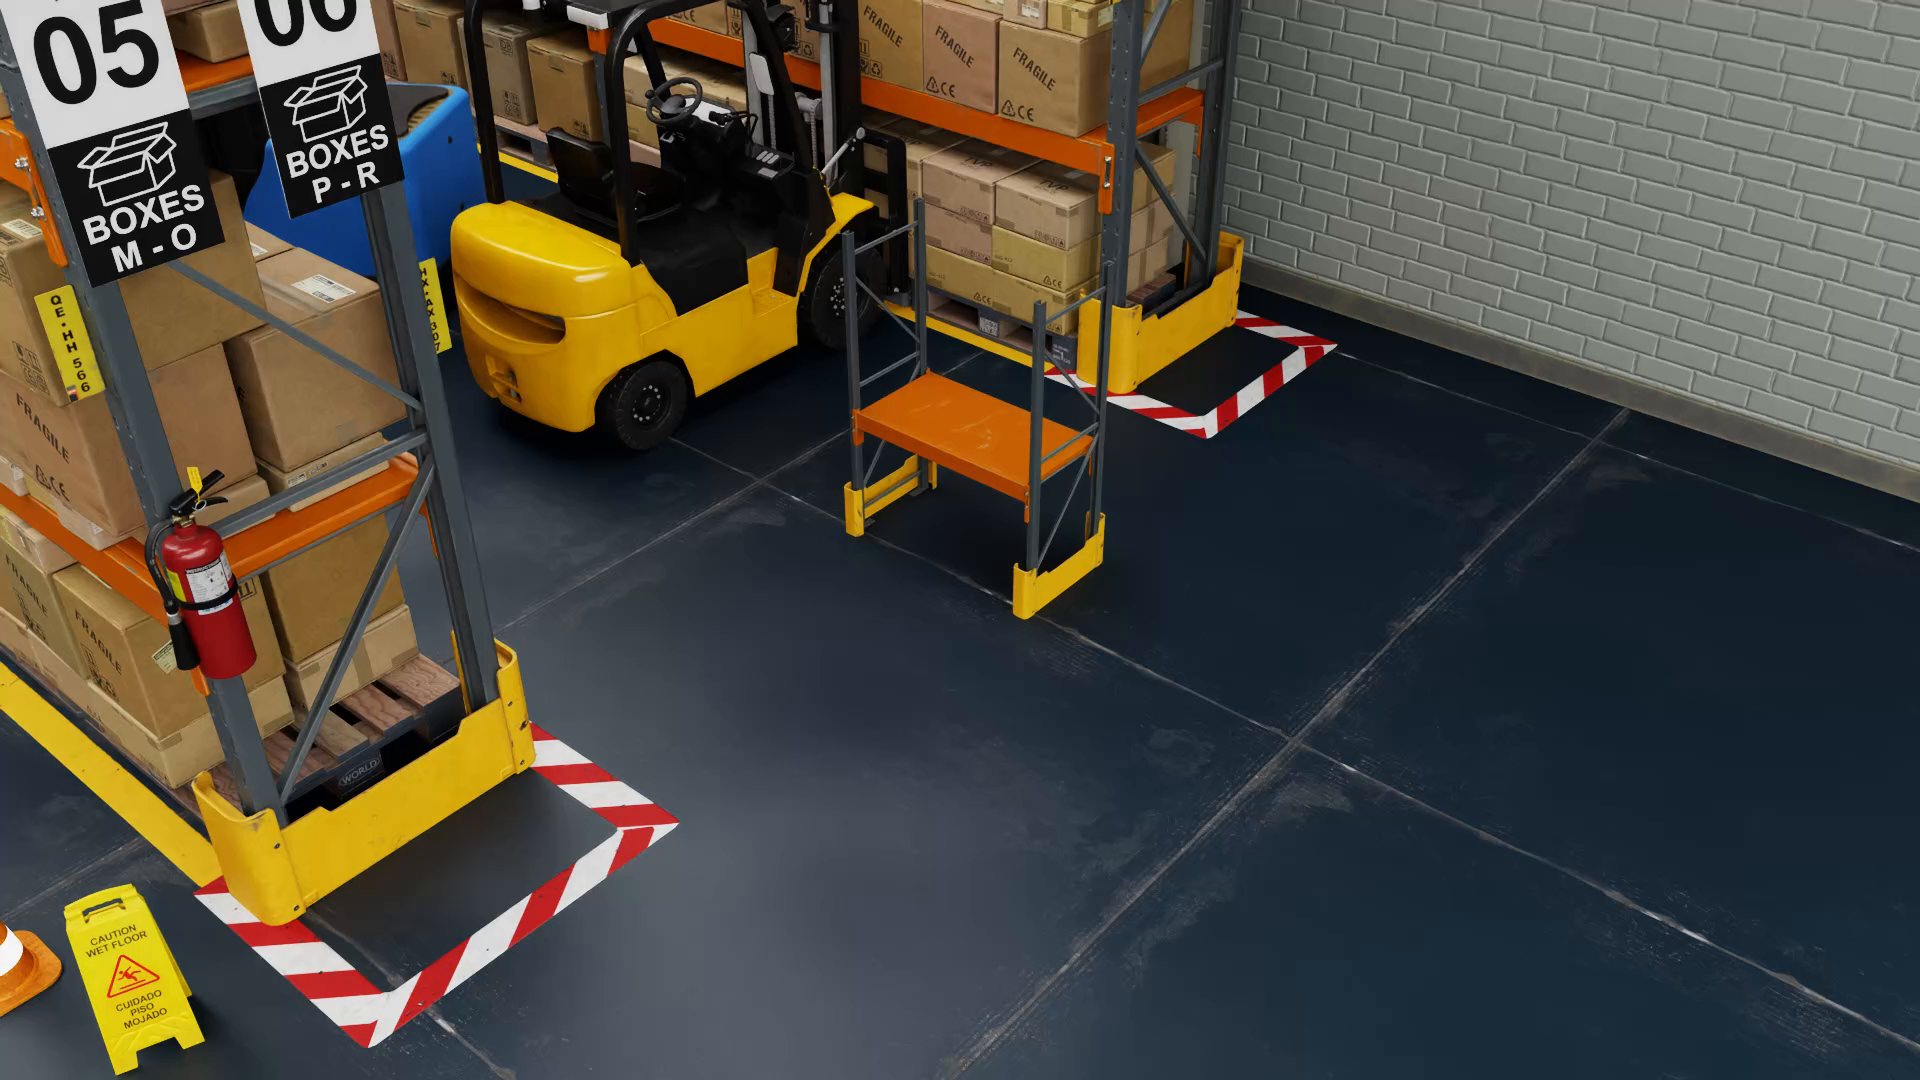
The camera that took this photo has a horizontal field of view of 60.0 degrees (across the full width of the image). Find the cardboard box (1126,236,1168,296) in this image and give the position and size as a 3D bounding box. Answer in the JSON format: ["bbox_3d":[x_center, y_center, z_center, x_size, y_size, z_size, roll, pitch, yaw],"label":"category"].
[{"bbox_3d":[0.841,-1.629,9.530,0.500,0.250,0.500,25,42,32],"label":"cardboard box"}]

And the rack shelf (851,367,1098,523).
[{"bbox_3d":[0.066,-0.439,7.382,1.000,0.185,0.538,25,42,32],"label":"rack shelf"}]

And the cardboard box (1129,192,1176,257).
[{"bbox_3d":[0.864,-1.833,9.385,0.500,0.250,0.500,26,42,33],"label":"cardboard box"}]

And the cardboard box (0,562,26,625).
[{"bbox_3d":[-3.649,-0.064,6.589,0.500,0.500,0.500,24,41,31],"label":"cardboard box"}]

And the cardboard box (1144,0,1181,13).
[{"bbox_3d":[0.998,-2.871,8.619,0.250,0.149,0.380,24,41,31],"label":"cardboard box"}]

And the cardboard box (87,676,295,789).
[{"bbox_3d":[-2.892,0.611,6.269,0.500,0.250,0.500,25,42,32],"label":"cardboard box"}]

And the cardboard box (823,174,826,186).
[{"bbox_3d":[-0.652,-2.159,9.861,0.500,0.250,0.500,25,42,32],"label":"cardboard box"}]

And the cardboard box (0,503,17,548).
[{"bbox_3d":[-3.379,-0.154,6.148,0.250,0.149,0.380,26,42,33],"label":"cardboard box"}]

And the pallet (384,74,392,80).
[{"bbox_3d":[-4.448,-3.759,13.037,1.213,0.211,1.003,25,42,32],"label":"pallet"}]

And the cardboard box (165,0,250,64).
[{"bbox_3d":[-2.127,-1.560,4.944,0.250,0.149,0.380,25,42,32],"label":"cardboard box"}]

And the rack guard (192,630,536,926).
[{"bbox_3d":[-2.139,0.838,6.089,0.348,0.500,1.175,25,42,32],"label":"rack guard"}]

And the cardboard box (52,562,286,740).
[{"bbox_3d":[-2.863,0.309,6.046,0.500,0.500,0.500,26,42,32],"label":"cardboard box"}]

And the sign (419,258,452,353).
[{"bbox_3d":[-1.733,-0.758,5.440,0.005,0.325,0.100,25,42,32],"label":"sign"}]

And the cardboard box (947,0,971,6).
[{"bbox_3d":[0.088,-2.933,8.711,0.250,0.149,0.380,25,42,32],"label":"cardboard box"}]

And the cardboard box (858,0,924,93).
[{"bbox_3d":[-0.240,-2.809,9.102,0.500,0.500,0.500,24,41,31],"label":"cardboard box"}]

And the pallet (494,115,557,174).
[{"bbox_3d":[-2.572,-2.876,11.751,1.213,0.211,1.003,25,42,32],"label":"pallet"}]

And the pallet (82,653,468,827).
[{"bbox_3d":[-2.740,0.647,6.621,1.213,0.211,1.003,25,42,32],"label":"pallet"}]

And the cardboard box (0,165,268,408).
[{"bbox_3d":[-2.612,-0.831,5.077,0.500,0.500,0.700,24,41,31],"label":"cardboard box"}]

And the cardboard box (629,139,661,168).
[{"bbox_3d":[-1.821,-2.495,10.792,0.500,0.250,0.500,26,42,32],"label":"cardboard box"}]

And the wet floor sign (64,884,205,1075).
[{"bbox_3d":[-2.619,1.340,5.229,0.267,0.644,0.232,-18,38,-25],"label":"wet floor sign"}]

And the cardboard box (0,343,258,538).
[{"bbox_3d":[-2.674,-0.406,5.340,0.500,0.500,0.500,24,41,31],"label":"cardboard box"}]

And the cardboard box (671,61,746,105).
[{"bbox_3d":[-1.424,-2.726,10.244,0.500,0.250,0.500,25,42,32],"label":"cardboard box"}]

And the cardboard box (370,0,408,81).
[{"bbox_3d":[-4.078,-3.953,12.583,0.625,0.625,0.875,27,43,33],"label":"cardboard box"}]

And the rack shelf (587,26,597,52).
[{"bbox_3d":[-3.518,-4.203,11.856,4.000,0.370,1.077,25,42,32],"label":"rack shelf"}]

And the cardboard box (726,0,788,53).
[{"bbox_3d":[-1.007,-3.178,9.639,0.500,0.500,0.500,25,42,31],"label":"cardboard box"}]

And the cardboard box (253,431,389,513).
[{"bbox_3d":[-2.209,-0.275,5.722,0.250,0.149,0.380,25,42,32],"label":"cardboard box"}]

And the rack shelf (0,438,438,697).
[{"bbox_3d":[-3.617,-0.593,6.600,4.000,0.370,1.077,25,42,32],"label":"rack shelf"}]

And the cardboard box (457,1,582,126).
[{"bbox_3d":[-2.981,-3.438,11.833,0.625,0.625,0.875,25,42,31],"label":"cardboard box"}]

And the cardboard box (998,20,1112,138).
[{"bbox_3d":[0.547,-2.431,8.552,0.500,0.500,0.500,24,41,31],"label":"cardboard box"}]

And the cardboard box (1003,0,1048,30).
[{"bbox_3d":[0.432,-2.718,8.397,0.250,0.149,0.380,26,42,33],"label":"cardboard box"}]

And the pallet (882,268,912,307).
[{"bbox_3d":[-0.455,-1.878,10.297,1.213,0.211,1.003,25,42,32],"label":"pallet"}]

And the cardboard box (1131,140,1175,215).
[{"bbox_3d":[0.845,-2.034,9.237,0.500,0.250,0.500,25,41,31],"label":"cardboard box"}]

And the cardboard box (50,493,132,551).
[{"bbox_3d":[-2.770,-0.148,5.537,0.250,0.149,0.380,25,42,31],"label":"cardboard box"}]

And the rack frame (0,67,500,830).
[{"bbox_3d":[-2.080,-0.165,5.341,0.127,3.000,1.000,25,42,32],"label":"rack frame"}]

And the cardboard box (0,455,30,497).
[{"bbox_3d":[-3.171,-0.330,5.803,0.250,0.149,0.380,26,42,33],"label":"cardboard box"}]

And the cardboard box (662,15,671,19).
[{"bbox_3d":[-1.807,-3.542,10.170,0.500,0.500,0.500,24,41,31],"label":"cardboard box"}]

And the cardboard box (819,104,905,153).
[{"bbox_3d":[-0.636,-2.357,9.707,0.500,0.250,0.500,24,41,31],"label":"cardboard box"}]

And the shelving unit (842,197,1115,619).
[{"bbox_3d":[0.059,-0.591,7.285,1.083,1.500,0.587,25,42,32],"label":"shelving unit"}]

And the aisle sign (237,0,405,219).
[{"bbox_3d":[-1.834,-1.349,4.769,0.004,0.787,0.394,25,42,32],"label":"aisle sign"}]

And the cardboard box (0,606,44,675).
[{"bbox_3d":[-3.672,0.241,6.807,0.500,0.250,0.500,24,41,30],"label":"cardboard box"}]

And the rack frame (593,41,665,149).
[{"bbox_3d":[-1.981,-3.775,10.597,0.127,3.000,1.000,25,42,32],"label":"rack frame"}]

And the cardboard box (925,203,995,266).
[{"bbox_3d":[0.140,-1.799,9.336,0.500,0.250,0.500,25,42,31],"label":"cardboard box"}]

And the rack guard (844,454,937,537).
[{"bbox_3d":[-0.324,-0.256,7.902,0.087,0.250,0.587,25,42,32],"label":"rack guard"}]

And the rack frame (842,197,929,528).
[{"bbox_3d":[-0.325,-0.771,7.549,0.032,1.500,0.500,25,42,32],"label":"rack frame"}]

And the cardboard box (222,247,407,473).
[{"bbox_3d":[-2.267,-0.621,5.654,0.500,0.500,0.500,25,41,31],"label":"cardboard box"}]

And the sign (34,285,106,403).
[{"bbox_3d":[-2.451,-0.539,4.583,0.005,0.325,0.100,25,42,32],"label":"sign"}]

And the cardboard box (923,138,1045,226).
[{"bbox_3d":[0.143,-1.992,9.175,0.500,0.250,0.500,26,42,33],"label":"cardboard box"}]

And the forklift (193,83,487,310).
[{"bbox_3d":[-4.410,-2.808,9.249,3.031,2.935,1.130,4,35,5],"label":"forklift"}]

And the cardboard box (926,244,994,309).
[{"bbox_3d":[0.154,-1.583,9.463,0.500,0.250,0.500,25,42,32],"label":"cardboard box"}]
